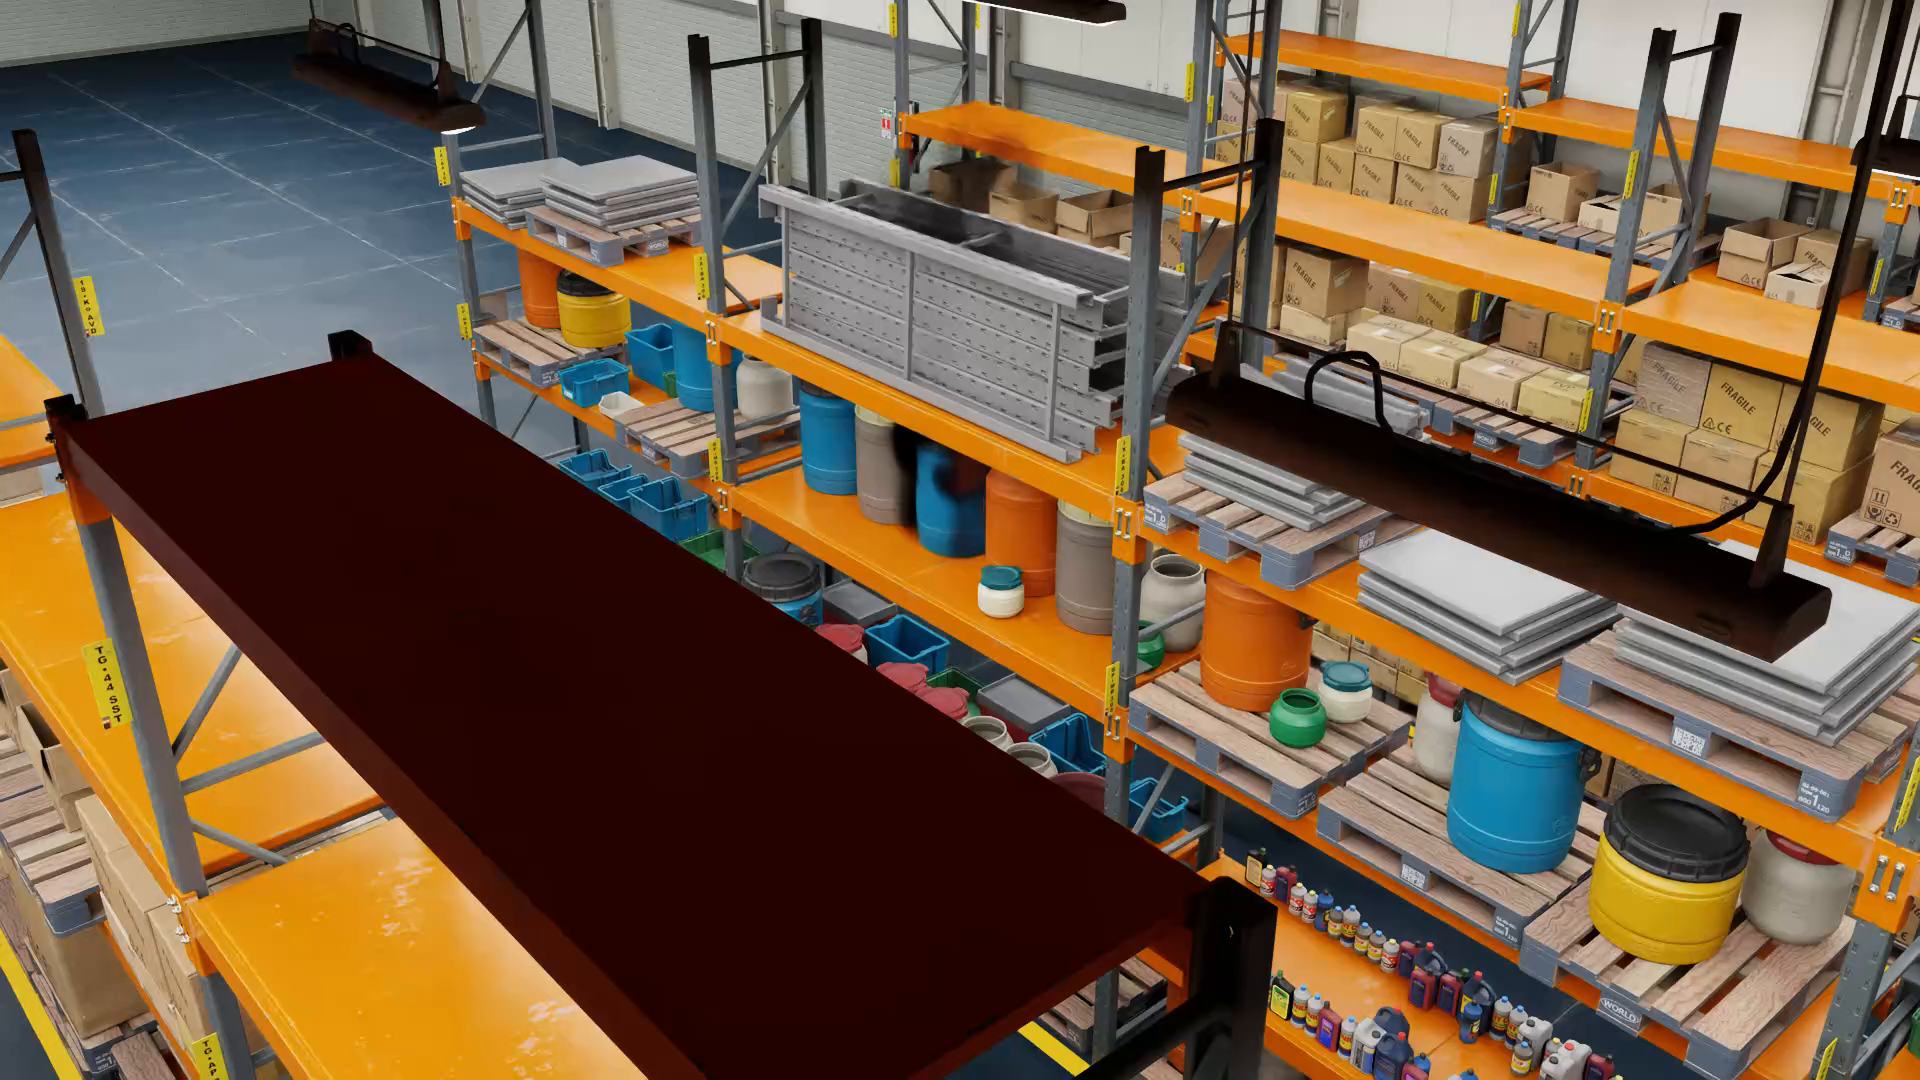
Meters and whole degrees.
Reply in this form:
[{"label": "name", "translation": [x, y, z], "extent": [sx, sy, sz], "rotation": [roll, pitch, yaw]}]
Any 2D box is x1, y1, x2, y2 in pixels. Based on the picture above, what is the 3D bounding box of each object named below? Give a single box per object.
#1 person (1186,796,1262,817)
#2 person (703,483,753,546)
[{"label": "person", "translation": [2.143, 1.470, 12.810], "extent": [0.794, 1.725, 0.682], "rotation": [18, 32, 31]}, {"label": "person", "translation": [-2.285, -0.296, 16.334], "extent": [0.703, 1.625, 0.577], "rotation": [16, 31, 28]}]
